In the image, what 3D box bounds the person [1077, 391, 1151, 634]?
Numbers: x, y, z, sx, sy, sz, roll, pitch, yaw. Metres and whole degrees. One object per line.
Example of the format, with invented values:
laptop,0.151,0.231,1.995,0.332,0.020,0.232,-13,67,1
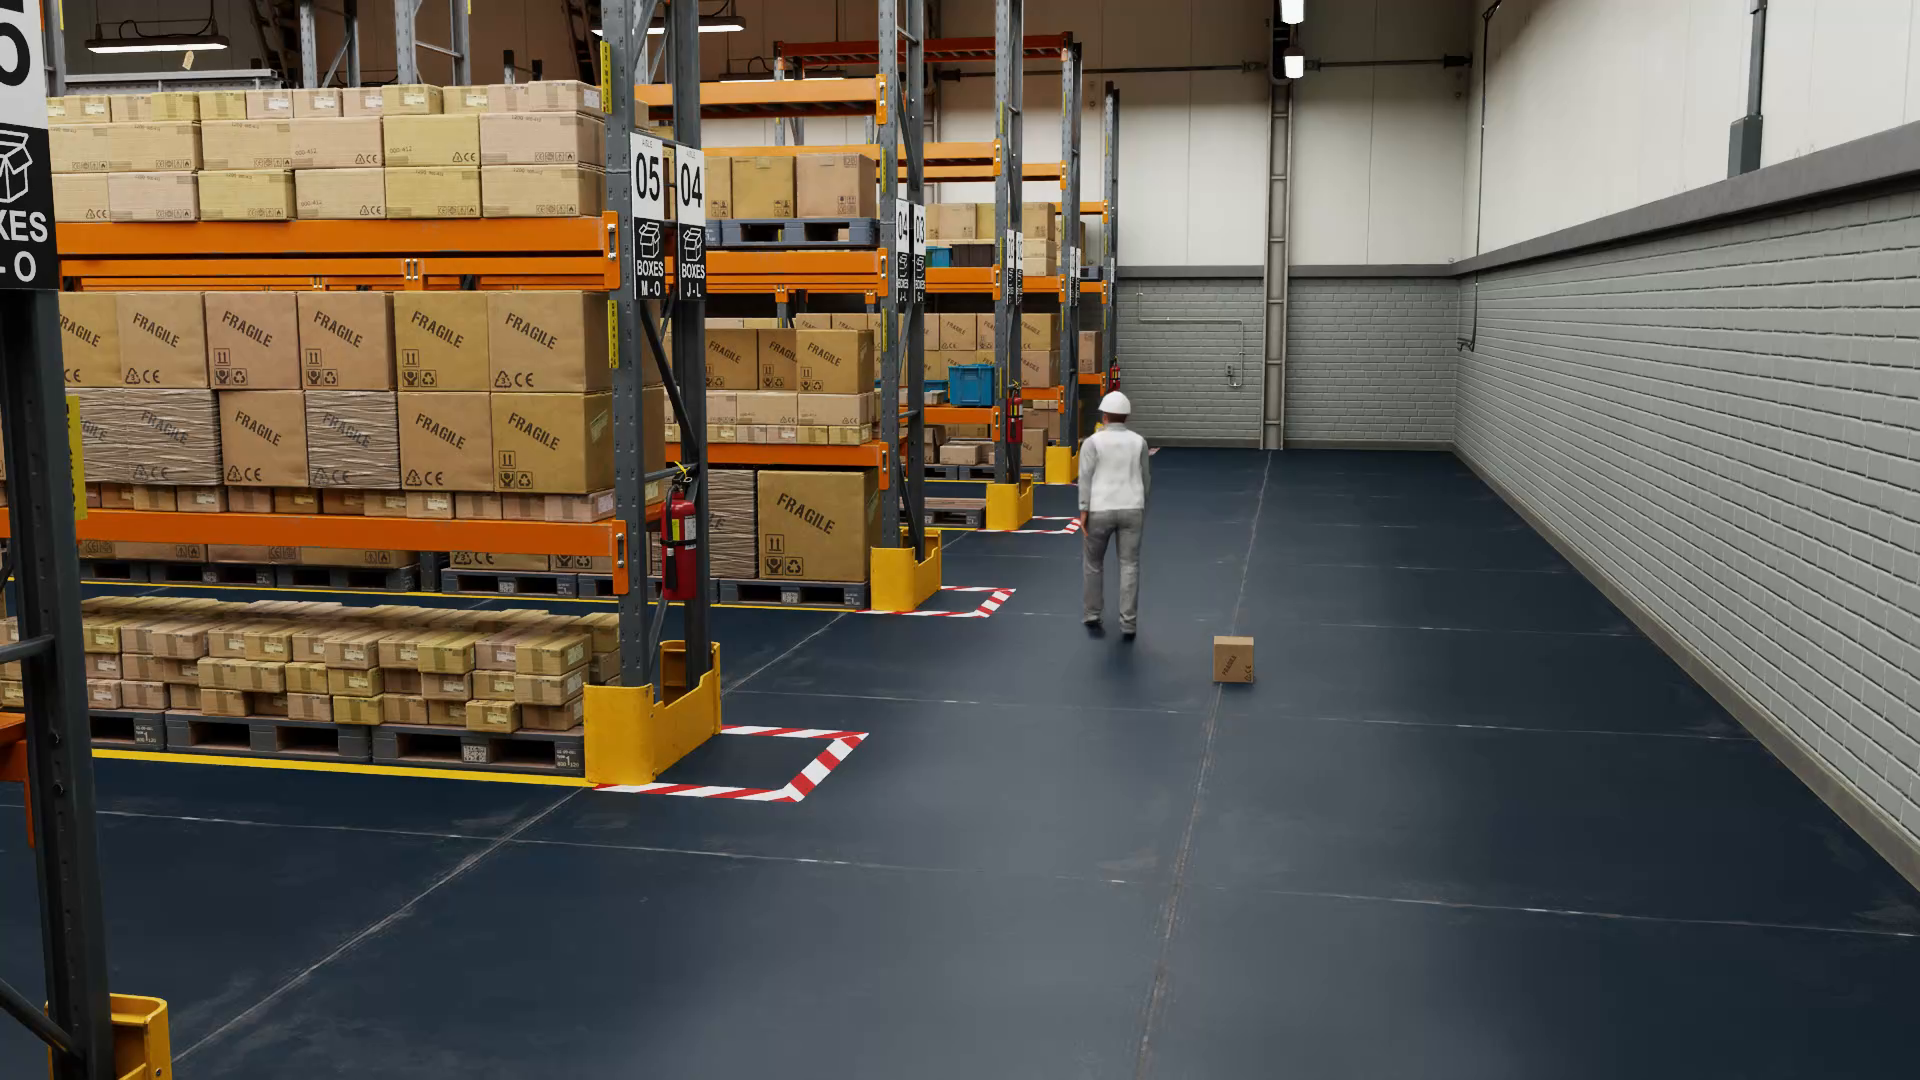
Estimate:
person,1.124,-0.185,12.189,0.561,1.800,0.850,-1,8,-4
